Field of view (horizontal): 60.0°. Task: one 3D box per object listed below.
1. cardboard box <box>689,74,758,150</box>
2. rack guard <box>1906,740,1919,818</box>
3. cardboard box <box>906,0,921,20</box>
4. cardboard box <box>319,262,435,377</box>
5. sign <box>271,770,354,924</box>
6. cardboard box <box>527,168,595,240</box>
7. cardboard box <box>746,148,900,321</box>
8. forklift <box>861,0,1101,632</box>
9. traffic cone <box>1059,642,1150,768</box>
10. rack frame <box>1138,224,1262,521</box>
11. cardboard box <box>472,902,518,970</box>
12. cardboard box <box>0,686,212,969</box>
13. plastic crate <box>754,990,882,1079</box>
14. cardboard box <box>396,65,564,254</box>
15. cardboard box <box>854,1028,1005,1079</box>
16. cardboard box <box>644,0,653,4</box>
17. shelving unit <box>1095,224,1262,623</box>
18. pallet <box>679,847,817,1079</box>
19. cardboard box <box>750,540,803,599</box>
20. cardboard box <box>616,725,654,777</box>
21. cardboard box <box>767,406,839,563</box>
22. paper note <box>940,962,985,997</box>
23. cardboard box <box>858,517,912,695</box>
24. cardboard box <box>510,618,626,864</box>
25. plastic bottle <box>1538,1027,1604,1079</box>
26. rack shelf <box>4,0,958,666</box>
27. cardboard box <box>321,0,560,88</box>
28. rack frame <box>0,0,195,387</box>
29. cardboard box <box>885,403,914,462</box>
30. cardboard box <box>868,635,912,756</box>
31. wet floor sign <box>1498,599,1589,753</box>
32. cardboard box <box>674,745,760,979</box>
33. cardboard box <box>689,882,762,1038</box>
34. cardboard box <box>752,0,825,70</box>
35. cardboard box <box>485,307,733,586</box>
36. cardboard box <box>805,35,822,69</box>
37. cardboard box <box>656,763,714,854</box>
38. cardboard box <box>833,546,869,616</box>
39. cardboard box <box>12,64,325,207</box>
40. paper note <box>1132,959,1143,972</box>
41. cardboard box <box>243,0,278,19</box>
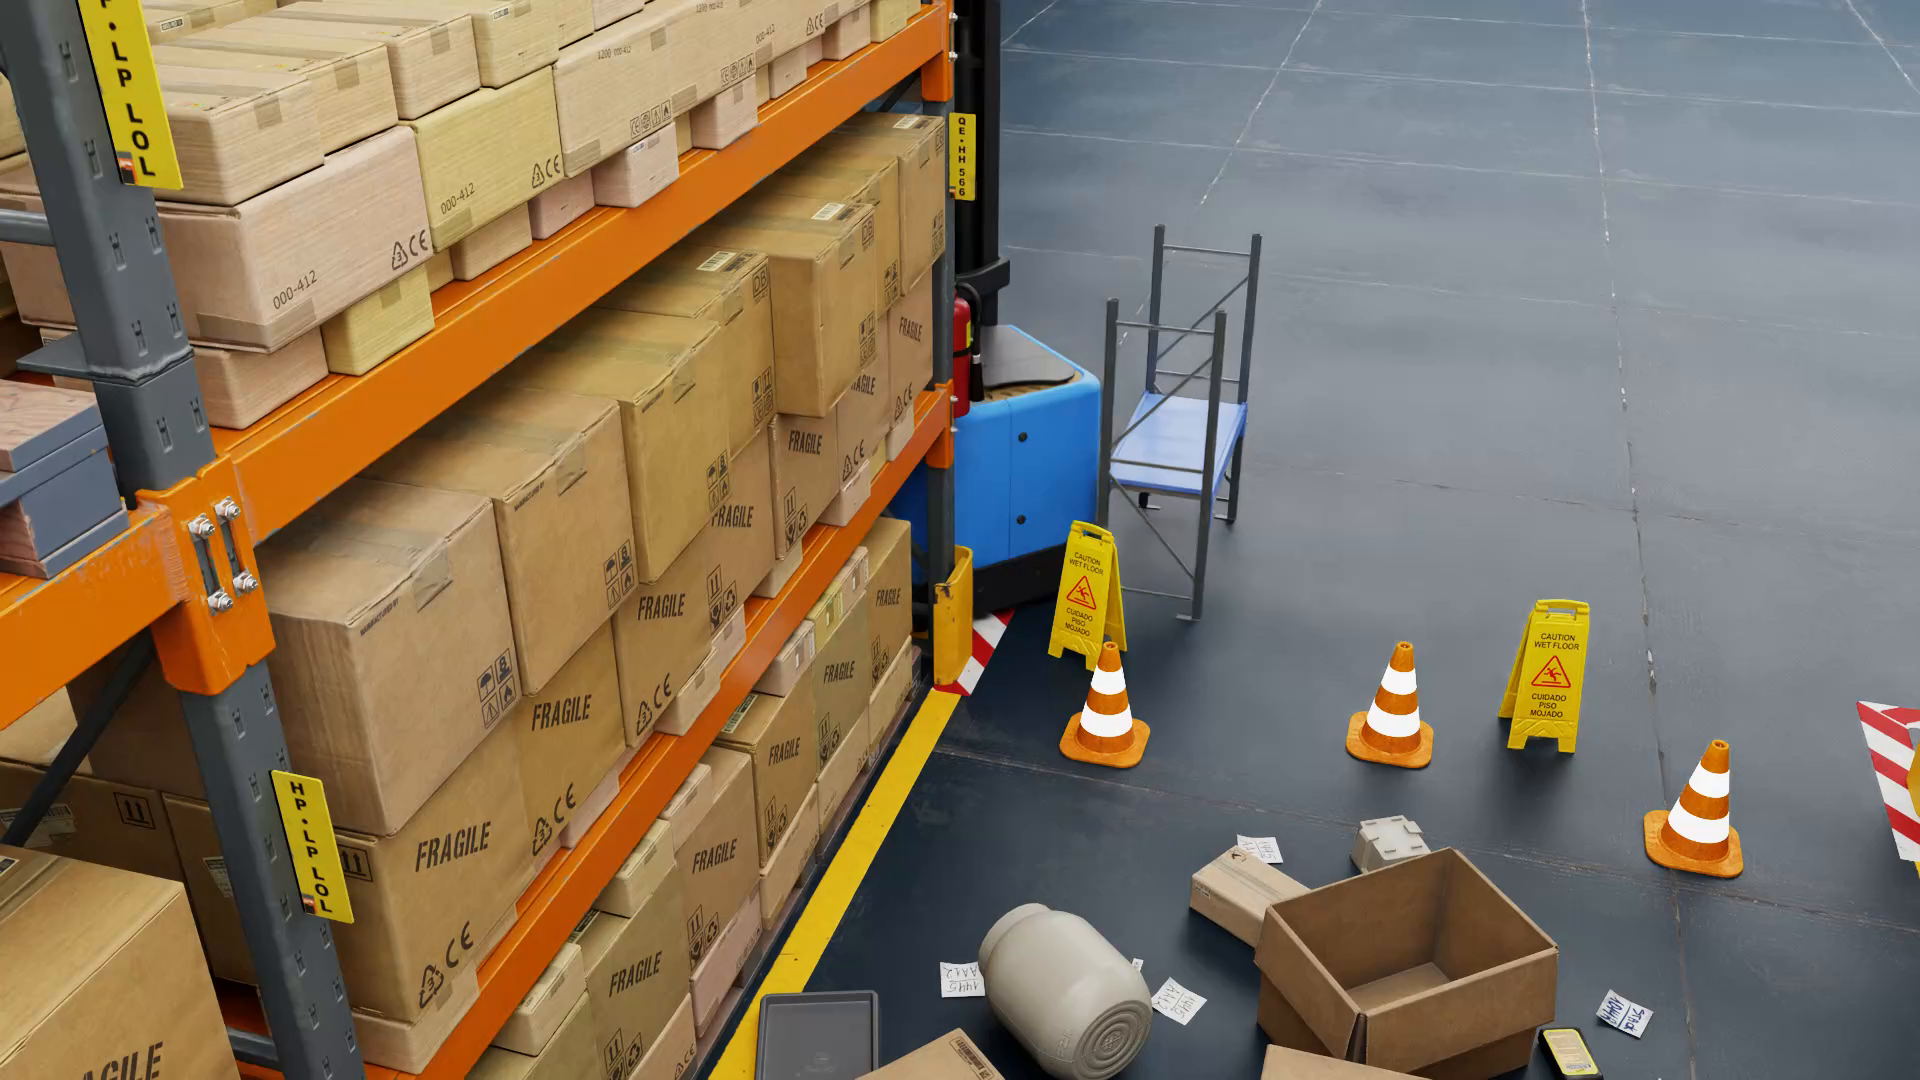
[{"bbox_3d":[-0.762,-1.153,4.410,0.380,0.149,0.250,8,30,14],"label":"cardboard box"},{"bbox_3d":[4.253,0.863,6.185,1.175,0.500,0.348,8,30,15],"label":"rack guard"},{"bbox_3d":[-0.353,-1.873,5.704,0.380,0.149,0.250,9,30,15],"label":"cardboard box"},{"bbox_3d":[-1.231,-0.443,3.134,0.380,0.149,0.250,9,30,15],"label":"cardboard box"},{"bbox_3d":[-1.159,0.553,2.980,0.100,0.325,0.005,8,30,15],"label":"sign"},{"bbox_3d":[-1.066,-0.808,3.789,0.380,0.149,0.250,8,30,13],"label":"cardboard box"},{"bbox_3d":[-0.613,-0.986,5.499,0.700,0.500,0.500,9,30,15],"label":"cardboard box"},{"bbox_3d":[-0.531,-1.555,8.030,1.130,2.935,3.031,-16,33,-26],"label":"forklift"},{"bbox_3d":[0.591,0.615,6.669,0.336,0.463,0.334,8,30,15],"label":"traffic cone"},{"bbox_3d":[1.160,-0.793,8.133,0.500,1.500,0.032,9,30,15],"label":"rack frame"},{"bbox_3d":[-1.267,0.866,3.867,0.380,0.149,0.250,9,30,16],"label":"cardboard box"},{"bbox_3d":[-1.797,0.566,3.739,0.500,0.500,0.500,8,30,14],"label":"cardboard box"},{"bbox_3d":[-0.445,1.645,5.211,0.402,0.080,0.583,-1,29,-3],"label":"plastic crate"},{"bbox_3d":[-1.157,-0.800,3.366,0.500,0.250,0.500,8,30,14],"label":"cardboard box"},{"bbox_3d":[-0.075,1.769,4.554,0.500,0.500,0.500,-17,34,-28],"label":"cardboard box"},{"bbox_3d":[-0.908,-1.402,4.038,0.380,0.149,0.250,9,30,16],"label":"cardboard box"},{"bbox_3d":[1.010,-0.557,7.709,0.538,1.500,1.048,9,30,15],"label":"shelving unit"},{"bbox_3d":[-1.171,1.314,5.671,1.003,0.211,1.213,8,30,15],"label":"pallet"},{"bbox_3d":[-0.730,0.041,5.349,0.380,0.149,0.250,8,30,14],"label":"cardboard box"},{"bbox_3d":[-1.063,0.500,4.525,0.380,0.149,0.250,8,30,15],"label":"cardboard box"},{"bbox_3d":[-0.714,-0.296,5.287,0.500,0.500,0.500,8,30,15],"label":"cardboard box"},{"bbox_3d":[0.008,1.470,5.577,0.142,0.019,0.148,-1,29,-3],"label":"paper note"},{"bbox_3d":[-0.502,0.222,6.390,0.500,0.500,0.500,9,30,15],"label":"cardboard box"},{"bbox_3d":[-1.169,0.406,4.025,0.500,0.500,0.500,8,30,15],"label":"cardboard box"},{"bbox_3d":[1.928,1.653,5.216,0.133,0.061,0.283,-1,29,-3],"label":"plastic bottle"},{"bbox_3d":[-1.103,-0.945,4.517,1.077,0.370,4.000,8,30,15],"label":"rack shelf"},{"bbox_3d":[-1.048,-1.033,3.374,0.380,0.149,0.250,8,30,14],"label":"cardboard box"},{"bbox_3d":[-1.690,-1.640,1.942,1.000,3.000,0.127,8,30,15],"label":"rack frame"},{"bbox_3d":[-0.390,-0.430,6.196,0.380,0.149,0.250,8,30,14],"label":"cardboard box"},{"bbox_3d":[-0.503,0.566,6.544,0.500,0.250,0.500,8,30,15],"label":"cardboard box"},{"bbox_3d":[2.361,0.515,6.661,0.267,0.644,0.232,3,29,6],"label":"wet floor sign"},{"bbox_3d":[-0.959,0.945,5.091,0.500,0.500,0.500,10,31,17],"label":"cardboard box"},{"bbox_3d":[-0.960,1.267,5.283,0.500,0.250,0.500,8,30,14],"label":"cardboard box"},{"bbox_3d":[-0.705,-1.501,4.626,0.500,0.250,0.500,9,30,16],"label":"cardboard box"},{"bbox_3d":[-1.010,-0.267,4.206,0.700,0.500,0.500,8,30,14],"label":"cardboard box"},{"bbox_3d":[-0.644,-1.526,5.080,0.380,0.149,0.250,9,30,15],"label":"cardboard box"},{"bbox_3d":[-0.939,0.738,4.795,0.380,0.149,0.250,10,31,18],"label":"cardboard box"},{"bbox_3d":[-0.545,0.119,5.908,0.380,0.149,0.250,9,30,16],"label":"cardboard box"},{"bbox_3d":[-1.286,-0.668,2.718,0.380,0.149,0.250,8,30,14],"label":"cardboard box"},{"bbox_3d":[0.591,1.459,5.618,0.032,0.001,0.123,8,30,15],"label":"paper note"},{"bbox_3d":[-1.690,-1.126,3.541,0.380,0.149,0.250,9,30,16],"label":"cardboard box"}]
